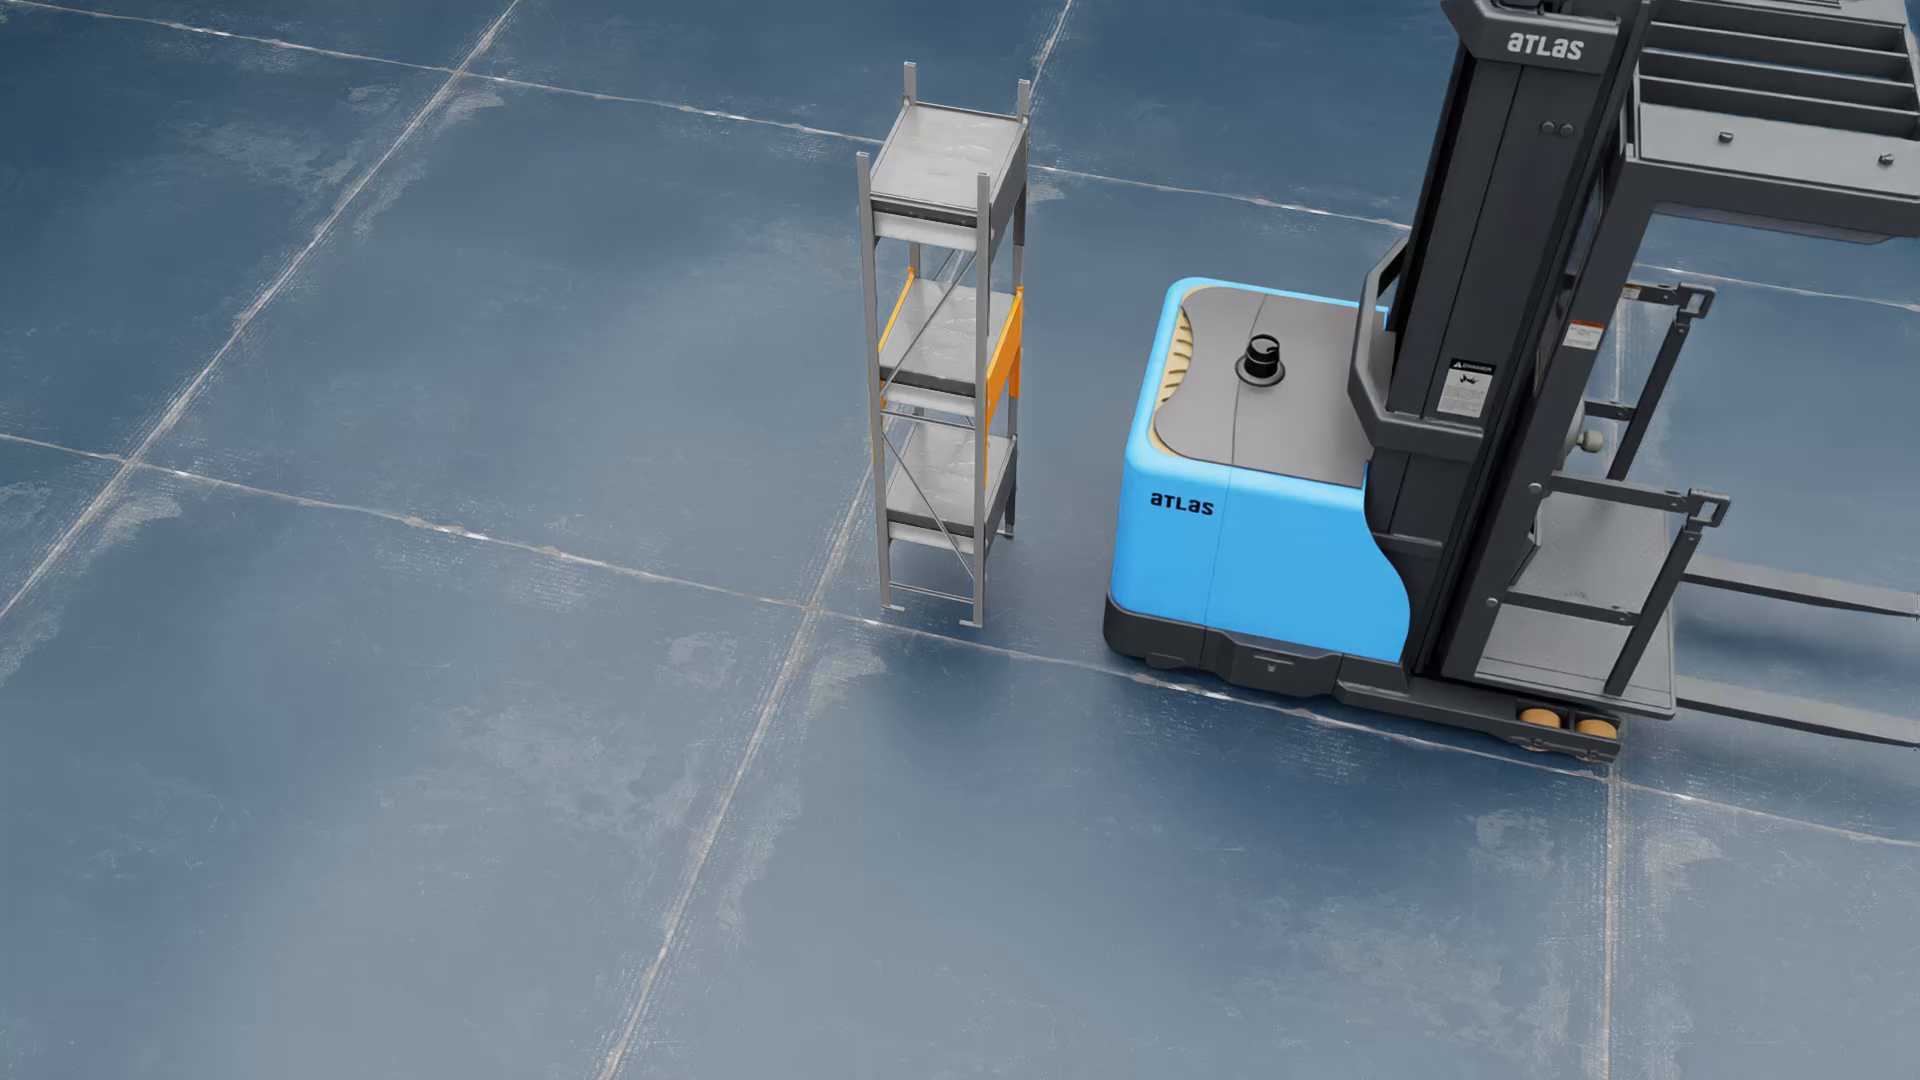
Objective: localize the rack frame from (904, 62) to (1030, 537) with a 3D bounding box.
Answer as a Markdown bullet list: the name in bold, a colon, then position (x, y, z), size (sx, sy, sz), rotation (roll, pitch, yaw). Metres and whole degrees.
- **rack frame**: position (0.021, -0.752, 5.932), size (0.400, 2.100, 0.015), rotation (12, 50, 10)

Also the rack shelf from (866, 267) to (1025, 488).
- **rack shelf**: position (-0.044, -0.566, 5.786), size (0.431, 0.518, 0.480), rotation (12, 50, 10)

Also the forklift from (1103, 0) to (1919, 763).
- **forklift**: position (2.112, -0.617, 5.258), size (3.031, 2.935, 1.130), rotation (11, 49, 9)

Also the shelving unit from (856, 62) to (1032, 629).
- **shelving unit**: position (-0.044, -0.575, 5.776), size (0.431, 2.100, 0.503), rotation (12, 50, 10)

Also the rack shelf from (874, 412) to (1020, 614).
- **rack shelf**: position (-0.044, -0.103, 6.311), size (0.431, 0.518, 0.480), rotation (12, 50, 10)

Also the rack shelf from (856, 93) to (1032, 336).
- **rack shelf**: position (-0.044, -1.029, 5.261), size (0.431, 0.518, 0.480), rotation (12, 50, 10)

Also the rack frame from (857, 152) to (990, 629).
- **rack frame**: position (-0.108, -0.399, 5.620), size (0.400, 2.100, 0.015), rotation (12, 50, 10)
